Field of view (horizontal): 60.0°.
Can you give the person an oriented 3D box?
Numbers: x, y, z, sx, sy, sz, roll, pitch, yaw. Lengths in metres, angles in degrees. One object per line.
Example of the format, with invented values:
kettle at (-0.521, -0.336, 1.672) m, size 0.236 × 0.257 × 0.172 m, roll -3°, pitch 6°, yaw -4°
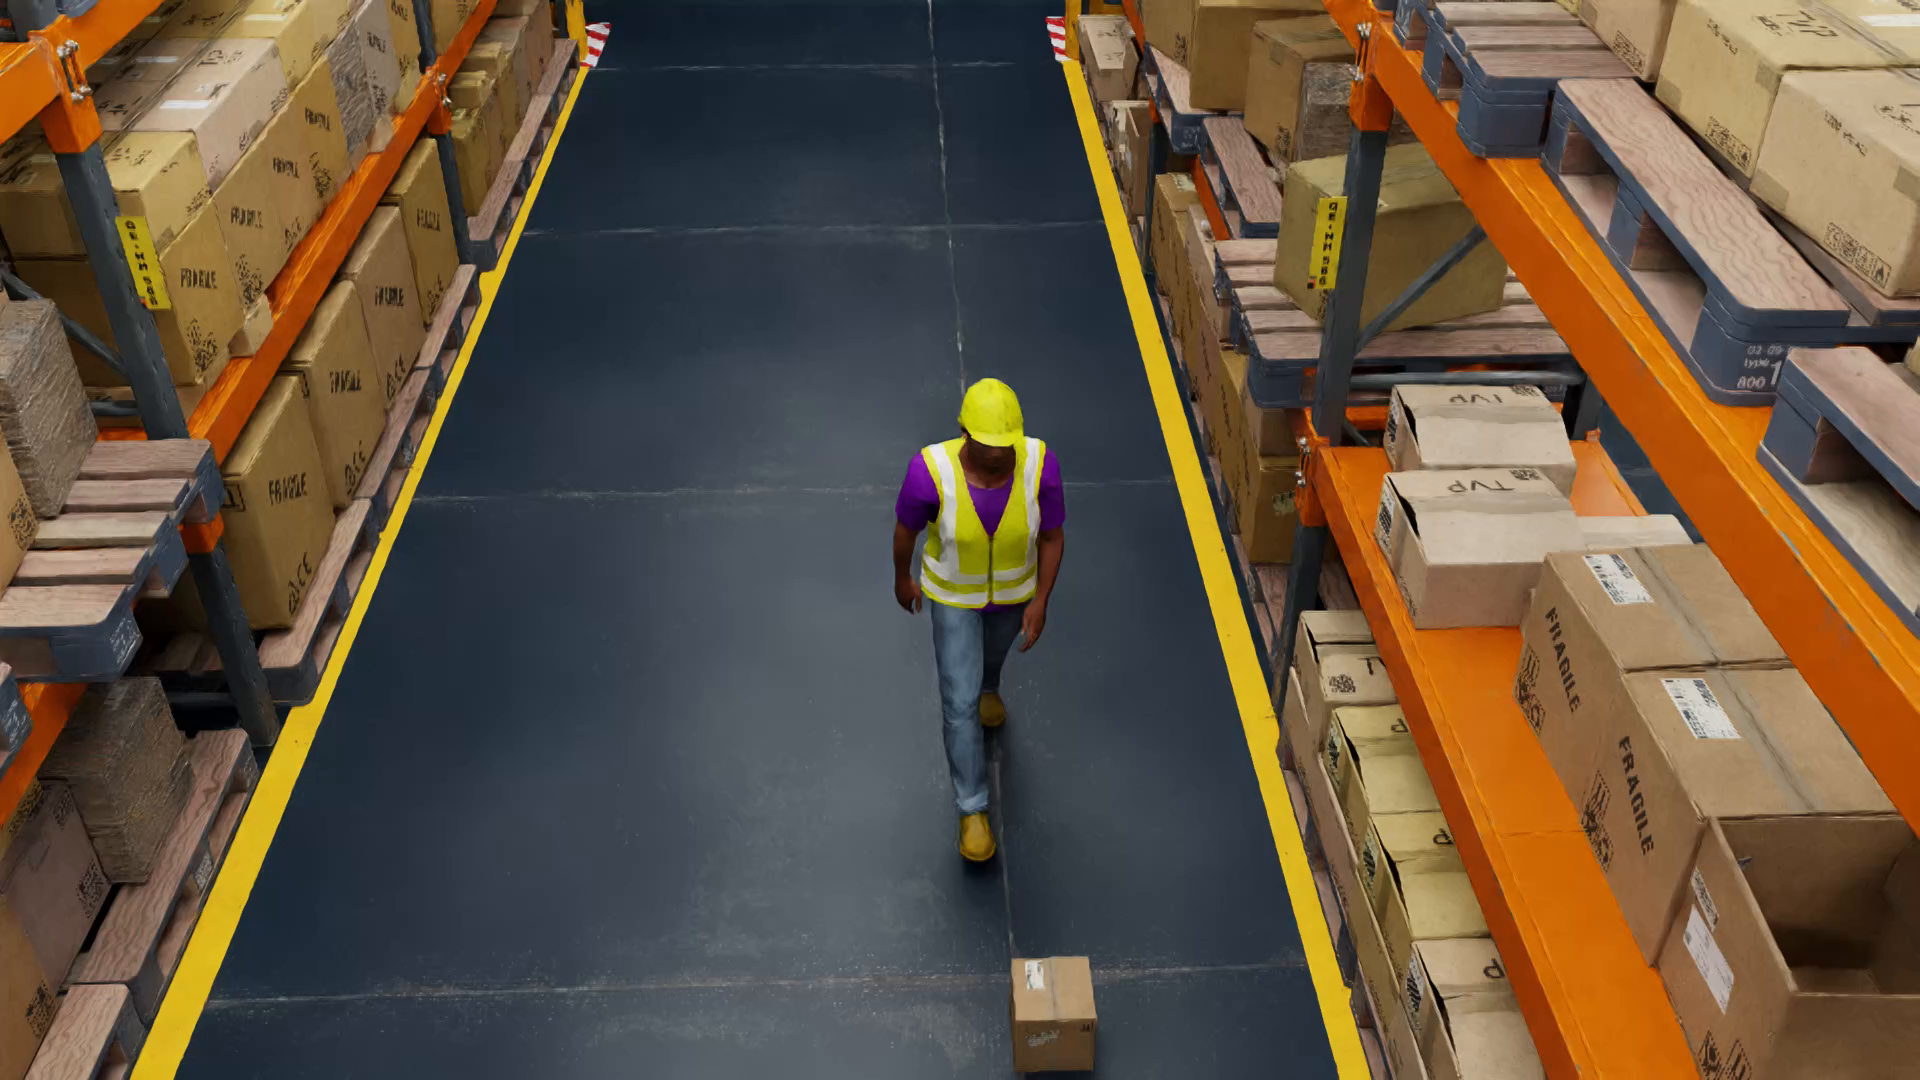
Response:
person at (0.086, 0.189, 5.855) m, size 0.584 × 1.703 × 1.041 m, roll -8°, pitch 36°, yaw -11°
